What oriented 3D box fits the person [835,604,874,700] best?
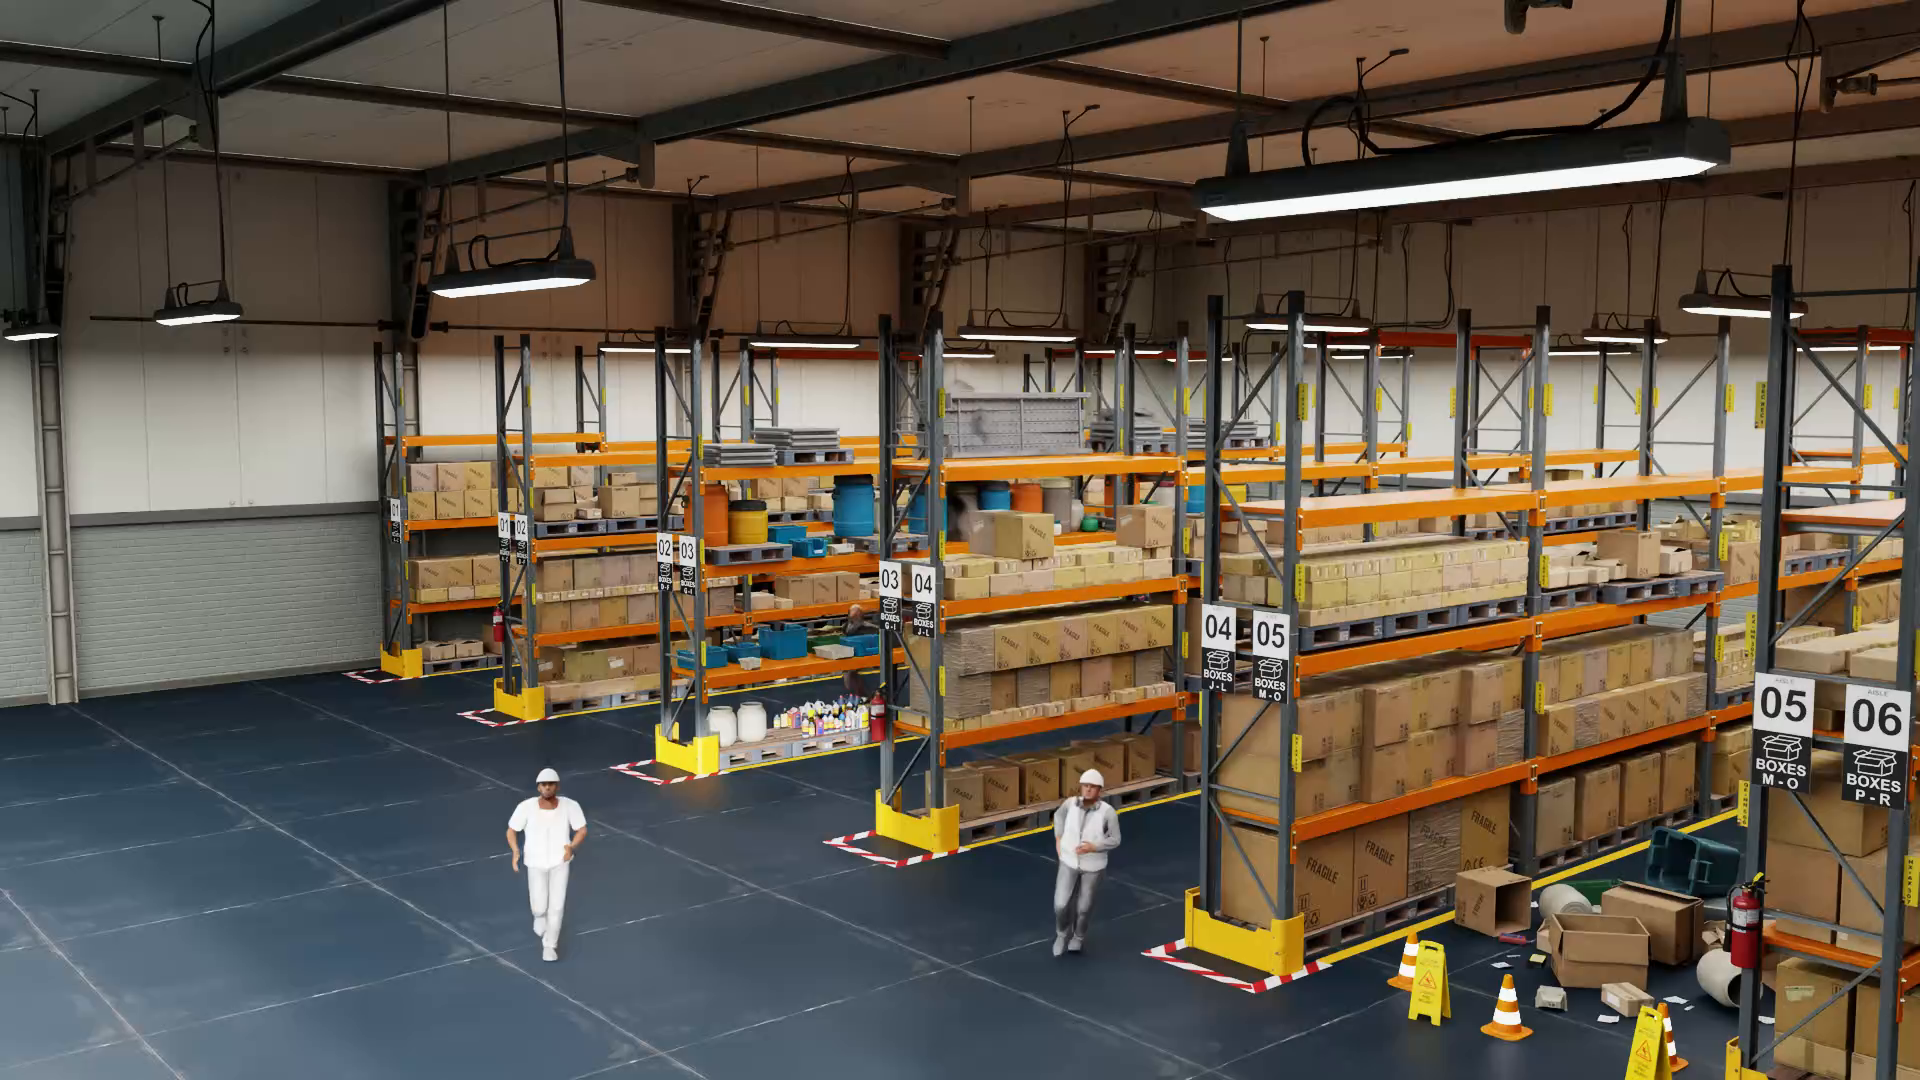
[{"bbox_3d":[-1.689,1.900,26.513,0.711,1.763,0.637,-4,7,-40],"label":"person"}]

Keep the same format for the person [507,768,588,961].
[{"bbox_3d":[-3.752,2.929,15.166,0.718,1.724,0.618,-2,5,-16],"label":"person"}]

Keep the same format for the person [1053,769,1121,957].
[{"bbox_3d":[1.142,2.932,15.062,0.653,1.764,0.635,1,5,14],"label":"person"}]
